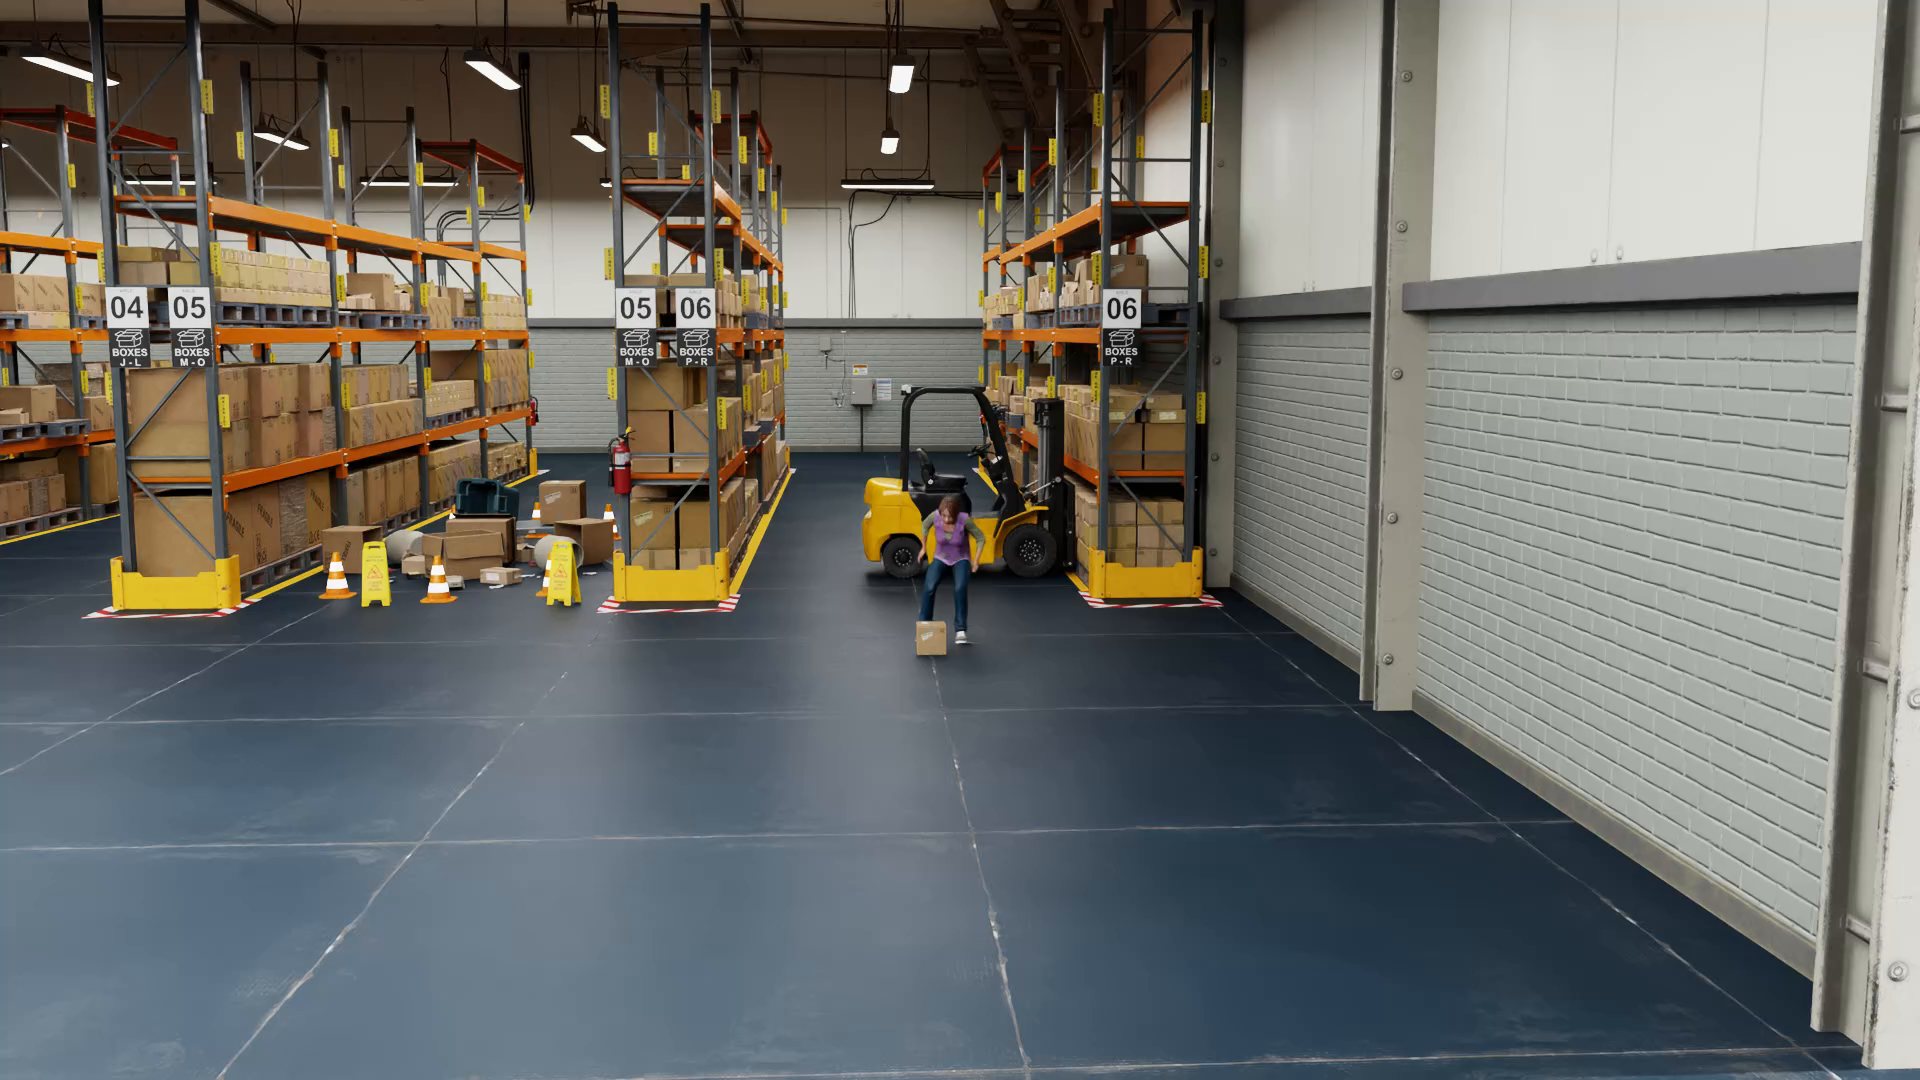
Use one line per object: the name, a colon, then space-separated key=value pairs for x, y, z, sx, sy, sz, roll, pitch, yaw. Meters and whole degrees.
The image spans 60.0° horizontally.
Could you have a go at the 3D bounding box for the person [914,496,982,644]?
person: x=-0.099 y=0.250 z=14.949 sx=0.625 sy=1.331 sz=0.665 roll=1 pitch=7 yaw=9
